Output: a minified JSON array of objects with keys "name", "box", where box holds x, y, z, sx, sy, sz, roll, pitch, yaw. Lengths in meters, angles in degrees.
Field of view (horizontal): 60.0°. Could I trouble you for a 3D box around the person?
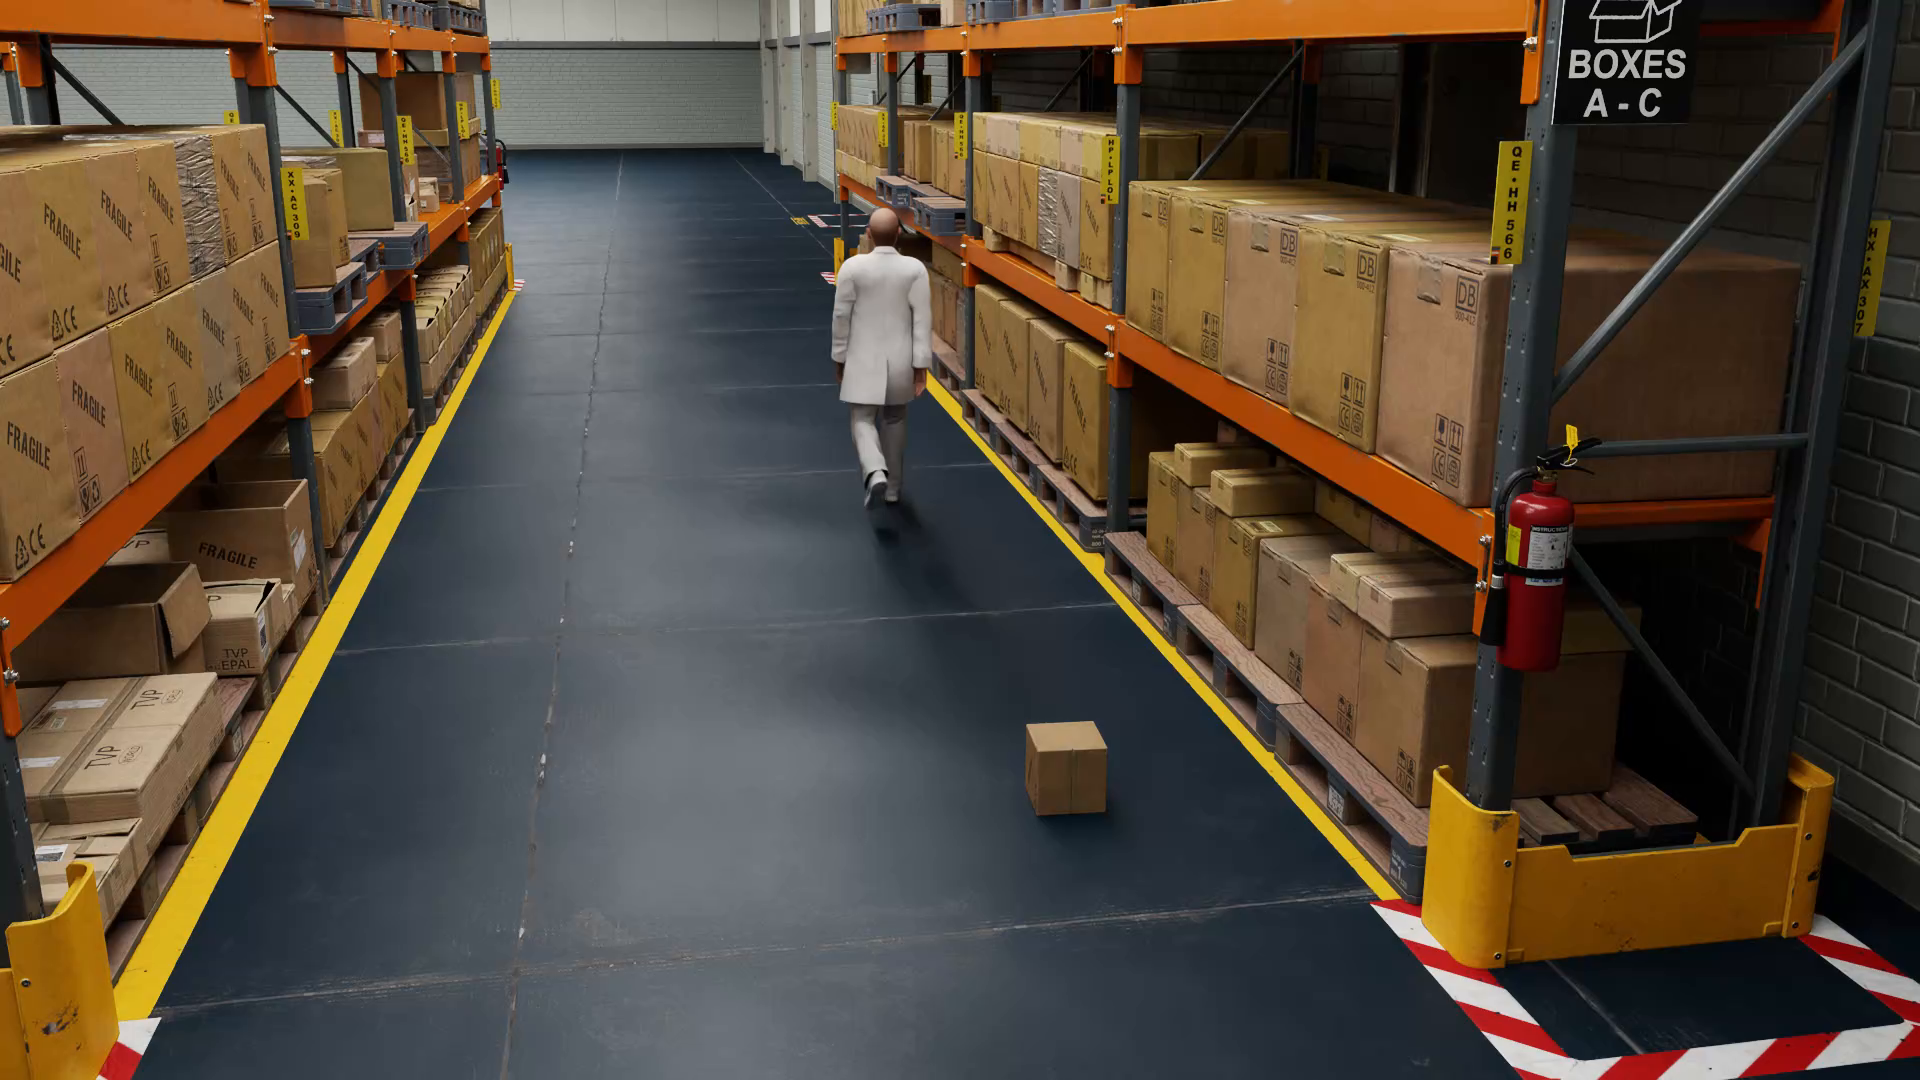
[{"name":"person","box":[-0.449,-1.029,9.609,0.570,1.749,0.993,-3,16,-11]}]
